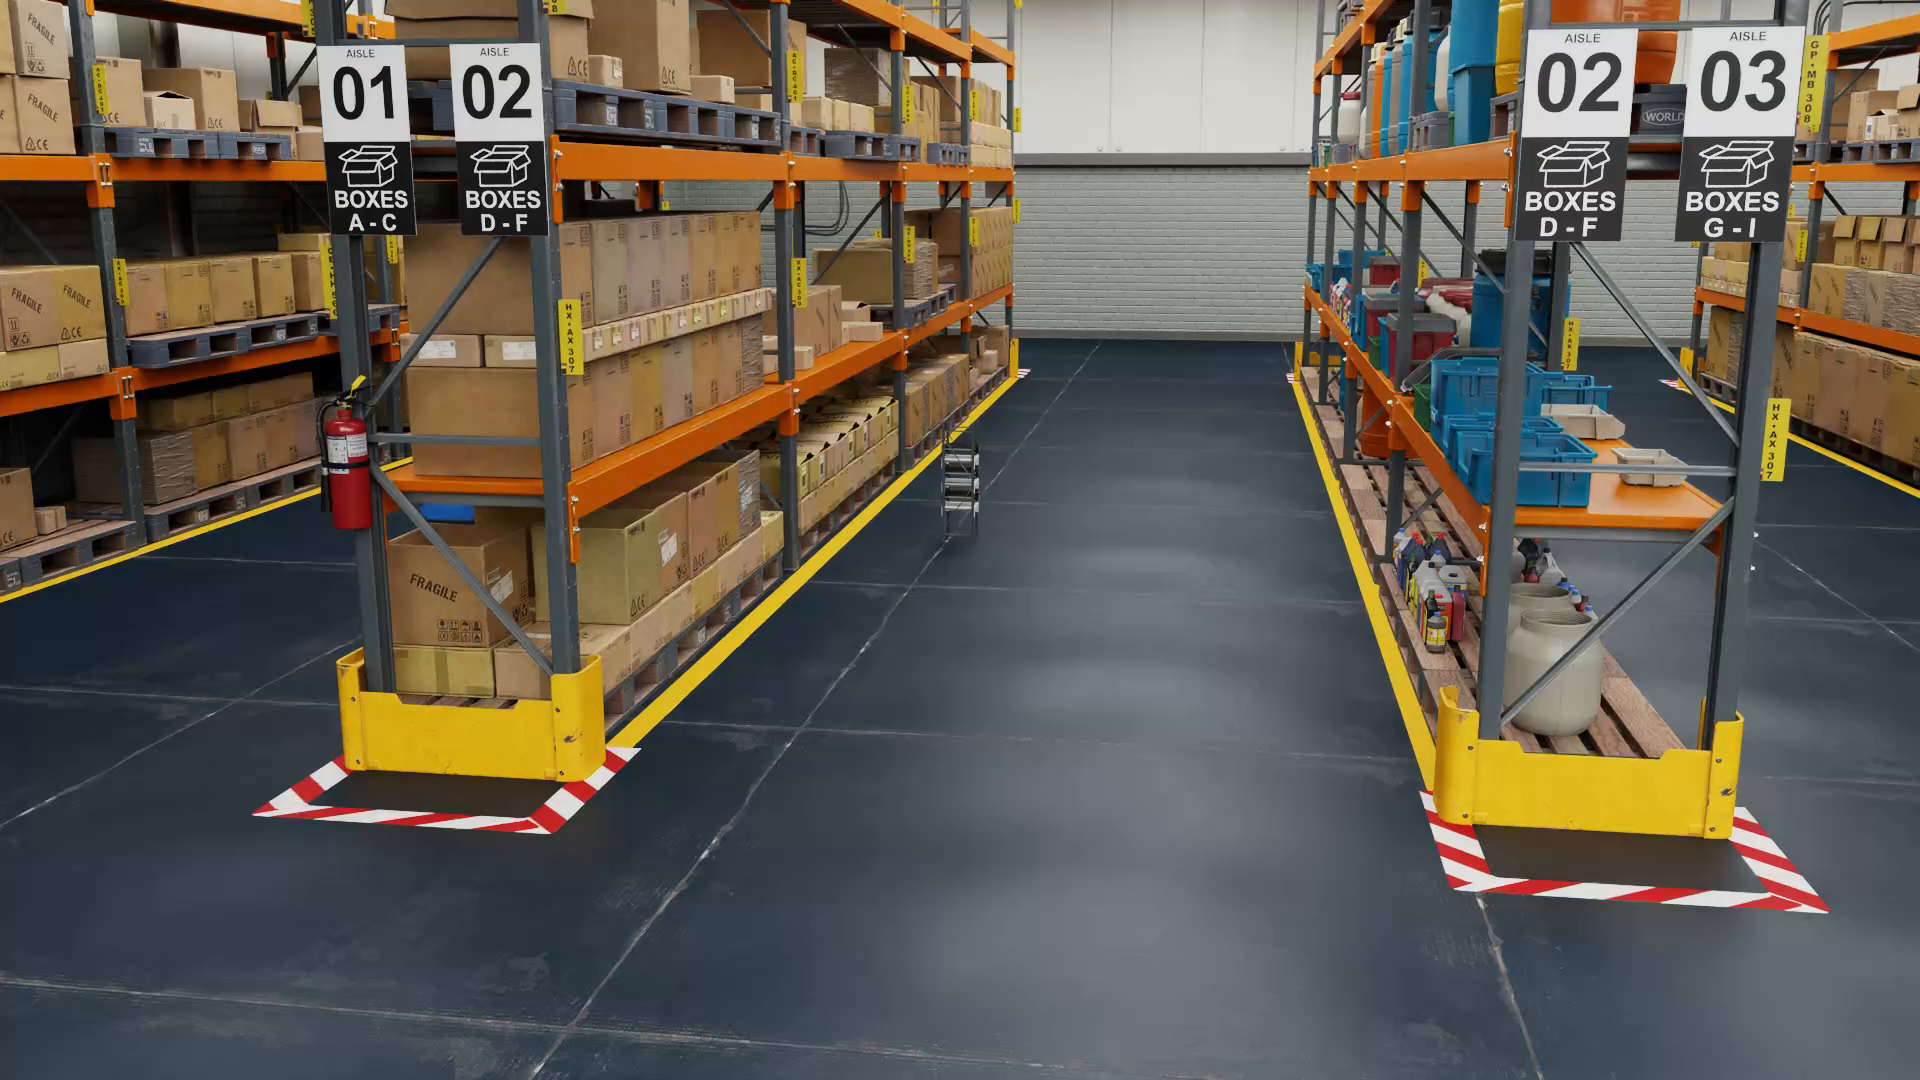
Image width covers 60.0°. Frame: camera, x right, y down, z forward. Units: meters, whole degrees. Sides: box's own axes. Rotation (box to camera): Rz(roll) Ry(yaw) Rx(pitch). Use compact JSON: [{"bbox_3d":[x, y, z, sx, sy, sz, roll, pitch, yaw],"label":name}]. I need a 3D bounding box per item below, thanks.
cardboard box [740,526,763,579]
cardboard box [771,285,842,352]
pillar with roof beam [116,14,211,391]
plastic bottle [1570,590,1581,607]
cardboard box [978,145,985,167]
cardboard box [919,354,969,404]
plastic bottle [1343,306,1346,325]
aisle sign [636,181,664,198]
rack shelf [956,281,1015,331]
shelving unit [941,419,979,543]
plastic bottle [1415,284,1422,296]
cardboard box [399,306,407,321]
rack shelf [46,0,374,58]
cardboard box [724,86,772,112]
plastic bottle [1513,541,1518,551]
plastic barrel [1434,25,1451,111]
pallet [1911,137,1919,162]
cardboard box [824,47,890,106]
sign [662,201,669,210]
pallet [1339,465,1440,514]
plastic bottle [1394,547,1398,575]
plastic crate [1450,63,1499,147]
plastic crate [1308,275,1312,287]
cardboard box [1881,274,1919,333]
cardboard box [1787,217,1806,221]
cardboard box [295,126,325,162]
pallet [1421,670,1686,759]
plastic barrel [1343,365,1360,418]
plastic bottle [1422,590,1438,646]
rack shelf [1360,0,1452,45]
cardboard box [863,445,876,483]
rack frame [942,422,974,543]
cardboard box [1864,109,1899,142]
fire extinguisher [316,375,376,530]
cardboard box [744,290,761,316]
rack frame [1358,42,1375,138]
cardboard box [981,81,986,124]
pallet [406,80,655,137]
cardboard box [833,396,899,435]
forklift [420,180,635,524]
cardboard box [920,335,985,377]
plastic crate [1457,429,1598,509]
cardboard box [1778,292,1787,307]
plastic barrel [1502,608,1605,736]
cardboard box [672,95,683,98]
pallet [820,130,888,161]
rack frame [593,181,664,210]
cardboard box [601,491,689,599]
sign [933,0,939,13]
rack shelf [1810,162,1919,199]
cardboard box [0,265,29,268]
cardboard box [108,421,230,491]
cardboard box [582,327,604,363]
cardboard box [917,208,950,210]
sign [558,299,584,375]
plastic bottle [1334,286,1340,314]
[{"bbox_3d":[-1.563,0.075,10.554,0.500,0.250,0.500,2,12,9],"label":"cardboard box"},{"bbox_3d":[-1.248,-1.803,13.501,0.500,0.500,0.500,1,12,6],"label":"cardboard box"},{"bbox_3d":[-2.702,-4.814,13.471,9.100,9.000,0.400,2,12,9],"label":"pillar with roof beam"},{"bbox_3d":[3.297,0.403,8.935,0.097,0.271,0.097,0,12,0],"label":"plastic bottle"},{"bbox_3d":[0.009,-4.526,19.613,0.500,0.250,0.500,2,12,9],"label":"cardboard box"},{"bbox_3d":[-0.184,-1.817,18.695,0.500,0.500,0.500,2,12,8],"label":"cardboard box"},{"bbox_3d":[3.704,-2.157,15.852,0.097,0.201,0.097,0,12,0],"label":"plastic bottle"},{"bbox_3d":[-4.364,-5.205,23.354,0.394,0.787,0.004,2,12,9],"label":"aisle sign"},{"bbox_3d":[-0.084,-3.001,21.006,1.077,0.370,4.000,2,12,9],"label":"rack shelf"},{"bbox_3d":[0.001,-0.442,12.406,0.258,0.900,0.210,2,12,9],"label":"shelving unit"},{"bbox_3d":[4.515,-2.320,16.254,0.144,0.351,0.185,2,12,9],"label":"plastic bottle"},{"bbox_3d":[-5.622,-2.211,16.183,0.380,0.149,0.250,2,12,8],"label":"cardboard box"},{"bbox_3d":[-6.209,-4.233,13.430,1.077,0.370,4.000,2,12,9],"label":"rack shelf"},{"bbox_3d":[-1.517,-2.997,11.520,0.500,0.250,0.500,3,13,15],"label":"cardboard box"},{"bbox_3d":[3.316,0.109,10.111,0.144,0.351,0.185,2,12,9],"label":"plastic bottle"},{"bbox_3d":[3.012,-2.753,9.764,0.421,0.512,0.421,0,12,0],"label":"plastic barrel"},{"bbox_3d":[8.828,-3.292,13.975,1.213,0.211,1.003,2,12,11],"label":"pallet"},{"bbox_3d":[-0.933,-4.198,15.123,0.500,0.500,0.500,2,12,9],"label":"cardboard box"},{"bbox_3d":[-4.137,-4.590,23.361,0.100,0.325,0.005,2,12,9],"label":"sign"},{"bbox_3d":[3.730,-0.419,13.938,1.003,0.211,1.213,2,12,9],"label":"pallet"},{"bbox_3d":[2.775,0.116,10.431,0.097,0.201,0.097,0,12,0],"label":"plastic bottle"},{"bbox_3d":[2.653,-2.142,8.232,0.392,0.384,0.575,2,12,9],"label":"plastic crate"},{"bbox_3d":[4.519,-3.262,20.993,0.250,0.136,0.298,2,12,9],"label":"plastic crate"},{"bbox_3d":[8.772,-2.153,15.128,0.500,0.500,0.500,1,12,7],"label":"cardboard box"},{"bbox_3d":[10.197,-3.776,20.764,0.500,0.500,0.500,2,12,9],"label":"cardboard box"},{"bbox_3d":[-5.746,-3.537,14.831,0.500,0.311,0.500,2,12,9],"label":"cardboard box"},{"bbox_3d":[2.753,0.900,7.817,1.003,0.211,1.213,2,12,9],"label":"pallet"},{"bbox_3d":[4.293,-1.694,17.220,0.600,0.901,0.708,2,12,9],"label":"plastic barrel"},{"bbox_3d":[2.506,0.414,8.854,0.061,0.283,0.133,2,12,10],"label":"plastic bottle"},{"bbox_3d":[3.580,-3.912,11.940,1.077,0.370,4.000,2,12,9],"label":"rack shelf"},{"bbox_3d":[-1.002,-0.635,13.851,0.500,0.250,0.500,2,12,10],"label":"cardboard box"},{"bbox_3d":[-0.014,-0.420,12.308,0.240,0.900,0.006,2,12,9],"label":"rack frame"},{"bbox_3d":[9.139,-4.017,16.108,0.500,0.311,0.500,1,12,7],"label":"cardboard box"},{"bbox_3d":[-2.714,-0.391,7.371,0.296,0.674,0.183,2,12,9],"label":"fire extinguisher"},{"bbox_3d":[-1.492,-1.522,10.659,0.380,0.149,0.250,2,12,7],"label":"cardboard box"},{"bbox_3d":[3.888,-4.875,13.754,1.000,3.000,0.127,2,12,9],"label":"rack frame"},{"bbox_3d":[-0.066,-5.247,19.987,0.700,0.500,0.500,2,12,9],"label":"cardboard box"},{"bbox_3d":[-2.102,-2.008,7.779,1.003,0.211,1.213,2,12,9],"label":"pallet"},{"bbox_3d":[-0.844,-1.122,14.778,0.500,0.311,0.500,2,12,10],"label":"cardboard box"},{"bbox_3d":[-3.127,-1.573,12.837,1.130,2.935,3.031,2,12,7],"label":"forklift"},{"bbox_3d":[-0.107,-2.322,21.030,0.797,0.503,0.637,2,12,9],"label":"cardboard box"},{"bbox_3d":[2.438,-0.318,7.203,0.499,0.251,0.616,2,12,9],"label":"plastic crate"},{"bbox_3d":[9.159,-2.620,18.125,0.380,0.149,0.250,2,12,10],"label":"cardboard box"},{"bbox_3d":[2.683,0.594,7.524,0.421,0.512,0.421,0,12,0],"label":"plastic barrel"},{"bbox_3d":[-1.999,-2.723,9.313,0.797,0.503,0.637,3,13,15],"label":"cardboard box"},{"bbox_3d":[-1.191,-3.101,13.089,1.003,0.211,1.213,2,12,11],"label":"pallet"},{"bbox_3d":[-4.671,-3.929,23.603,1.000,3.000,0.127,2,12,9],"label":"rack frame"},{"bbox_3d":[-1.795,0.021,9.026,0.500,0.500,0.500,2,12,9],"label":"cardboard box"},{"bbox_3d":[-0.312,-7.215,22.205,0.100,0.325,0.005,2,12,9],"label":"sign"},{"bbox_3d":[9.089,-3.313,15.333,1.077,0.370,4.000,2,12,9],"label":"rack shelf"},{"bbox_3d":[-6.795,-1.643,11.524,0.500,0.500,0.500,2,12,7],"label":"cardboard box"},{"bbox_3d":[-6.390,-0.687,13.449,0.700,0.500,0.500,2,12,8],"label":"cardboard box"},{"bbox_3d":[-1.926,-0.934,7.930,0.380,0.149,0.250,2,12,7],"label":"cardboard box"},{"bbox_3d":[-0.337,-3.904,20.878,0.500,0.500,0.500,2,12,8],"label":"cardboard box"},{"bbox_3d":[-1.689,-0.881,7.218,0.100,0.325,0.005,2,12,9],"label":"sign"},{"bbox_3d":[3.888,-2.471,17.114,0.061,0.283,0.133,2,12,9],"label":"plastic bottle"}]
